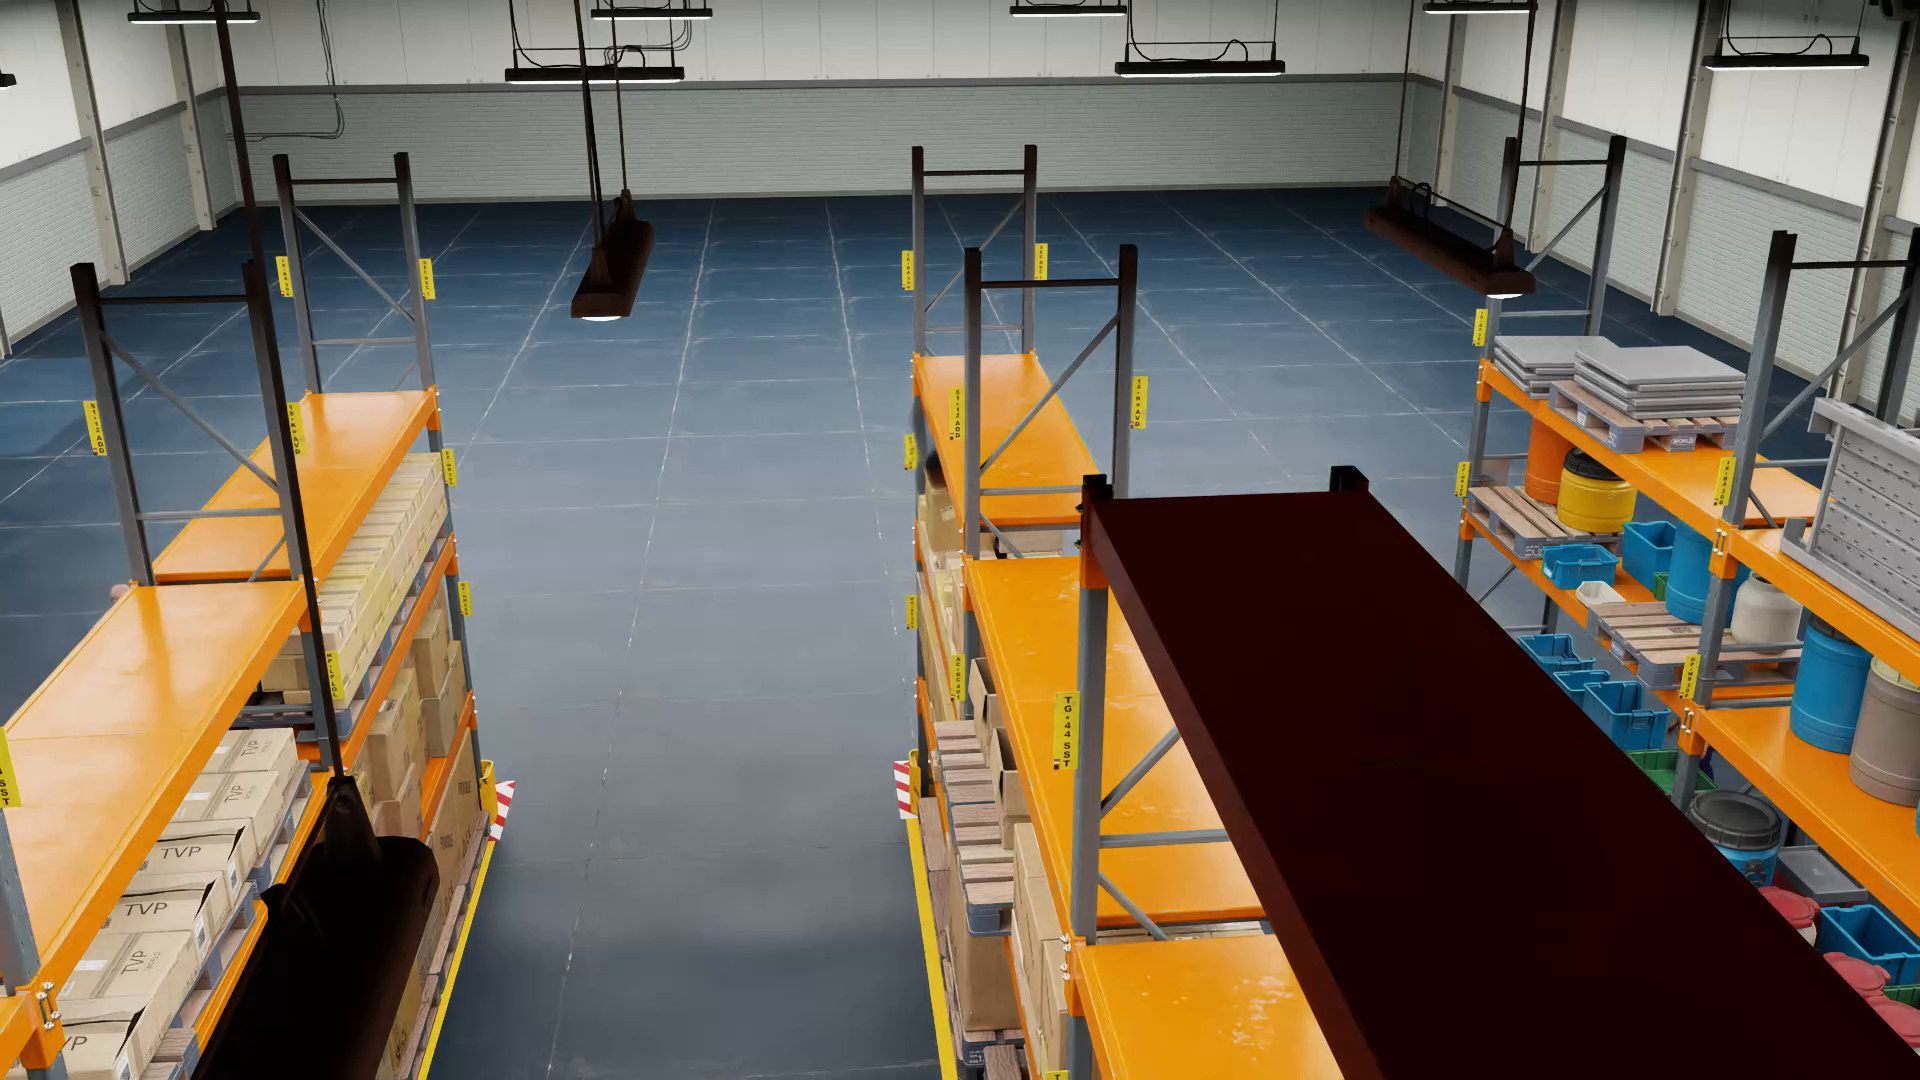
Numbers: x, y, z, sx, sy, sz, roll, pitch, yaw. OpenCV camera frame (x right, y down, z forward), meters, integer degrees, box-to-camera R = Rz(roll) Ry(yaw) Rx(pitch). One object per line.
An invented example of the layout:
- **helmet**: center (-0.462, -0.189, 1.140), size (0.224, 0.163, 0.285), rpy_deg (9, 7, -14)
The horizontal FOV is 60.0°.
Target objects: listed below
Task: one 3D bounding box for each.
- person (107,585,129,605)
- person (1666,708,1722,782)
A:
- **person**: center (-7.992, 1.236, 16.142), size (0.952, 1.754, 0.561), rpy_deg (-9, 23, -21)
- **person**: center (6.600, 1.765, 14.975), size (0.581, 1.614, 0.654), rpy_deg (8, 23, 20)
